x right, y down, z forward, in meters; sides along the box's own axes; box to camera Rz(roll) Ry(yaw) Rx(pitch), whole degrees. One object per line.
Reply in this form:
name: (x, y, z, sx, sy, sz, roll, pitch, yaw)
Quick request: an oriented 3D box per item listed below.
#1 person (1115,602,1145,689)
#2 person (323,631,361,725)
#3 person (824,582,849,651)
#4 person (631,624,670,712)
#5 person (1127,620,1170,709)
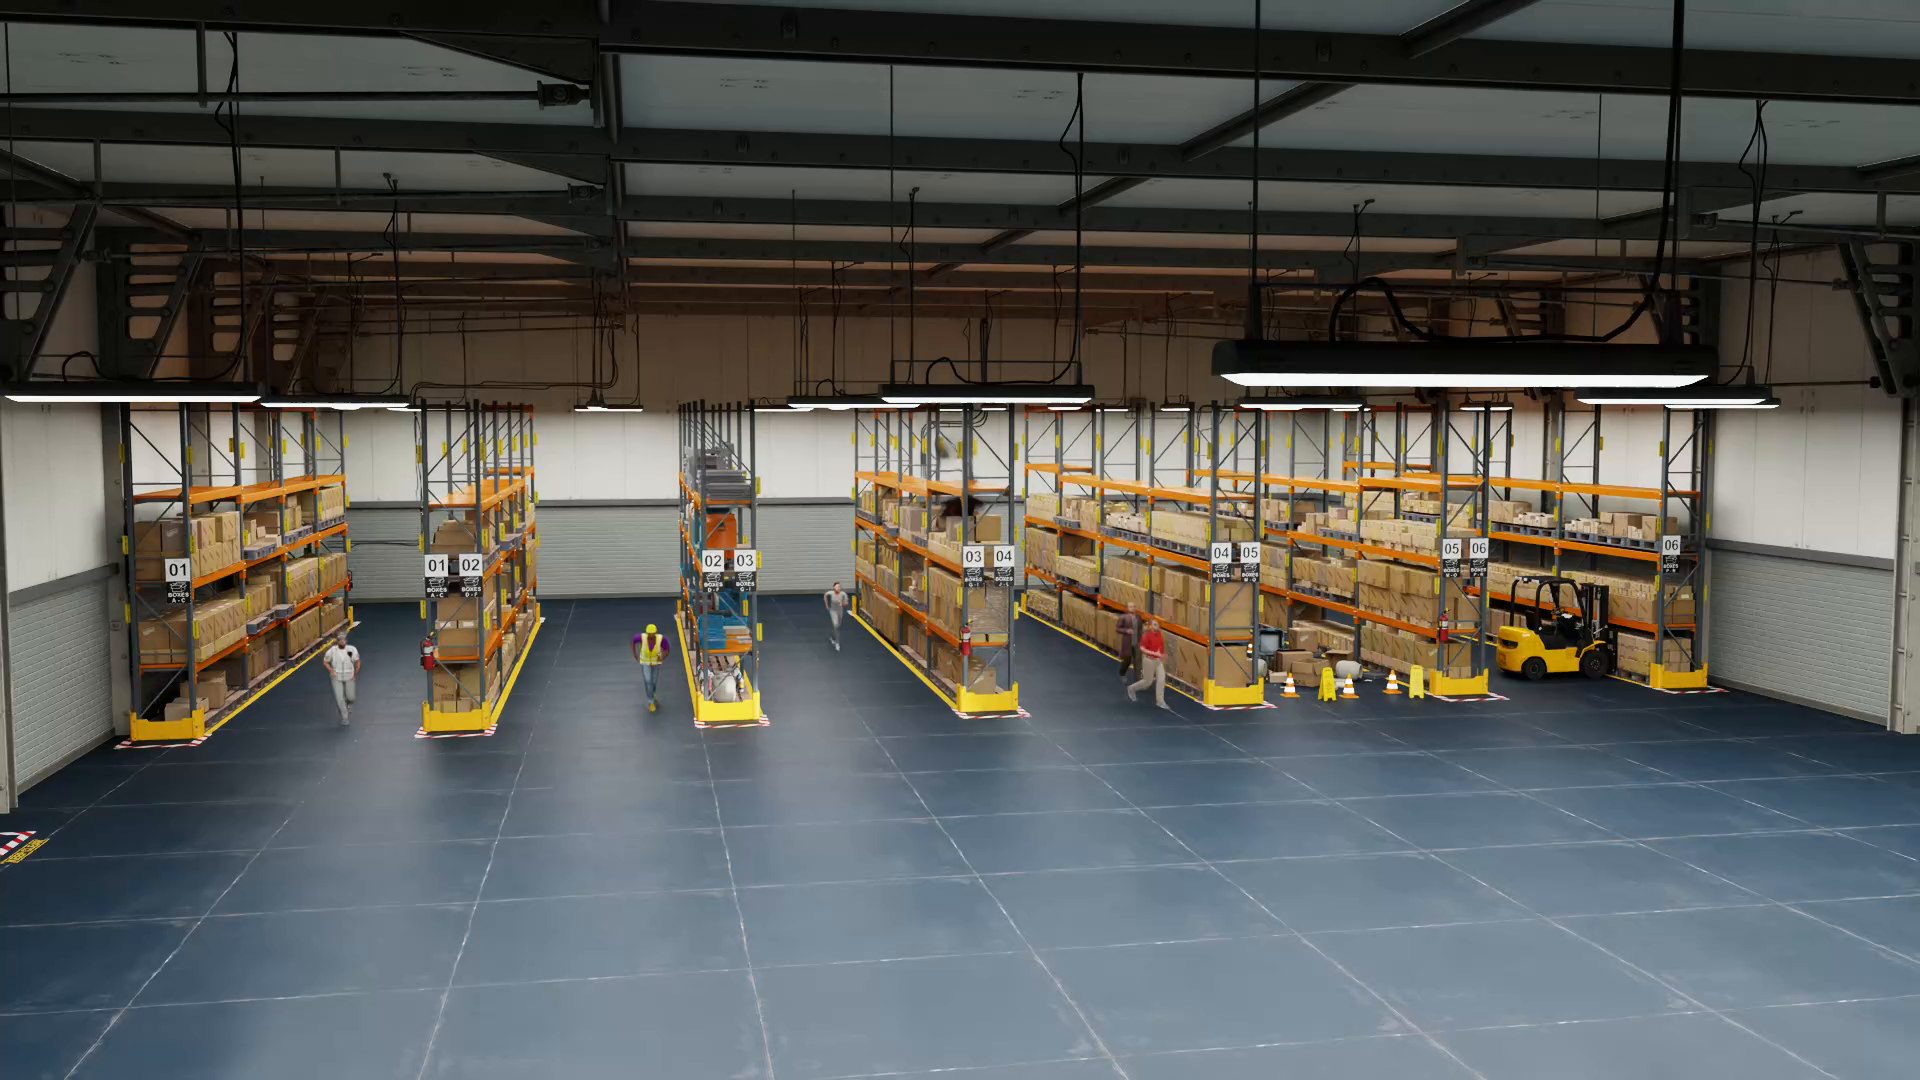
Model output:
person: (3.581, 2.177, 34.811, 0.711, 1.771, 1.034, -1, 5, -18)
person: (-11.441, 2.543, 30.817, 0.650, 1.730, 0.596, -2, 5, -23)
person: (-3.044, 1.838, 40.756, 0.565, 1.670, 0.941, -1, 5, -19)
person: (-6.042, 2.456, 32.501, 0.746, 1.715, 1.060, -1, 4, -10)
person: (3.748, 2.416, 32.610, 0.673, 1.737, 0.932, -4, 6, -43)
